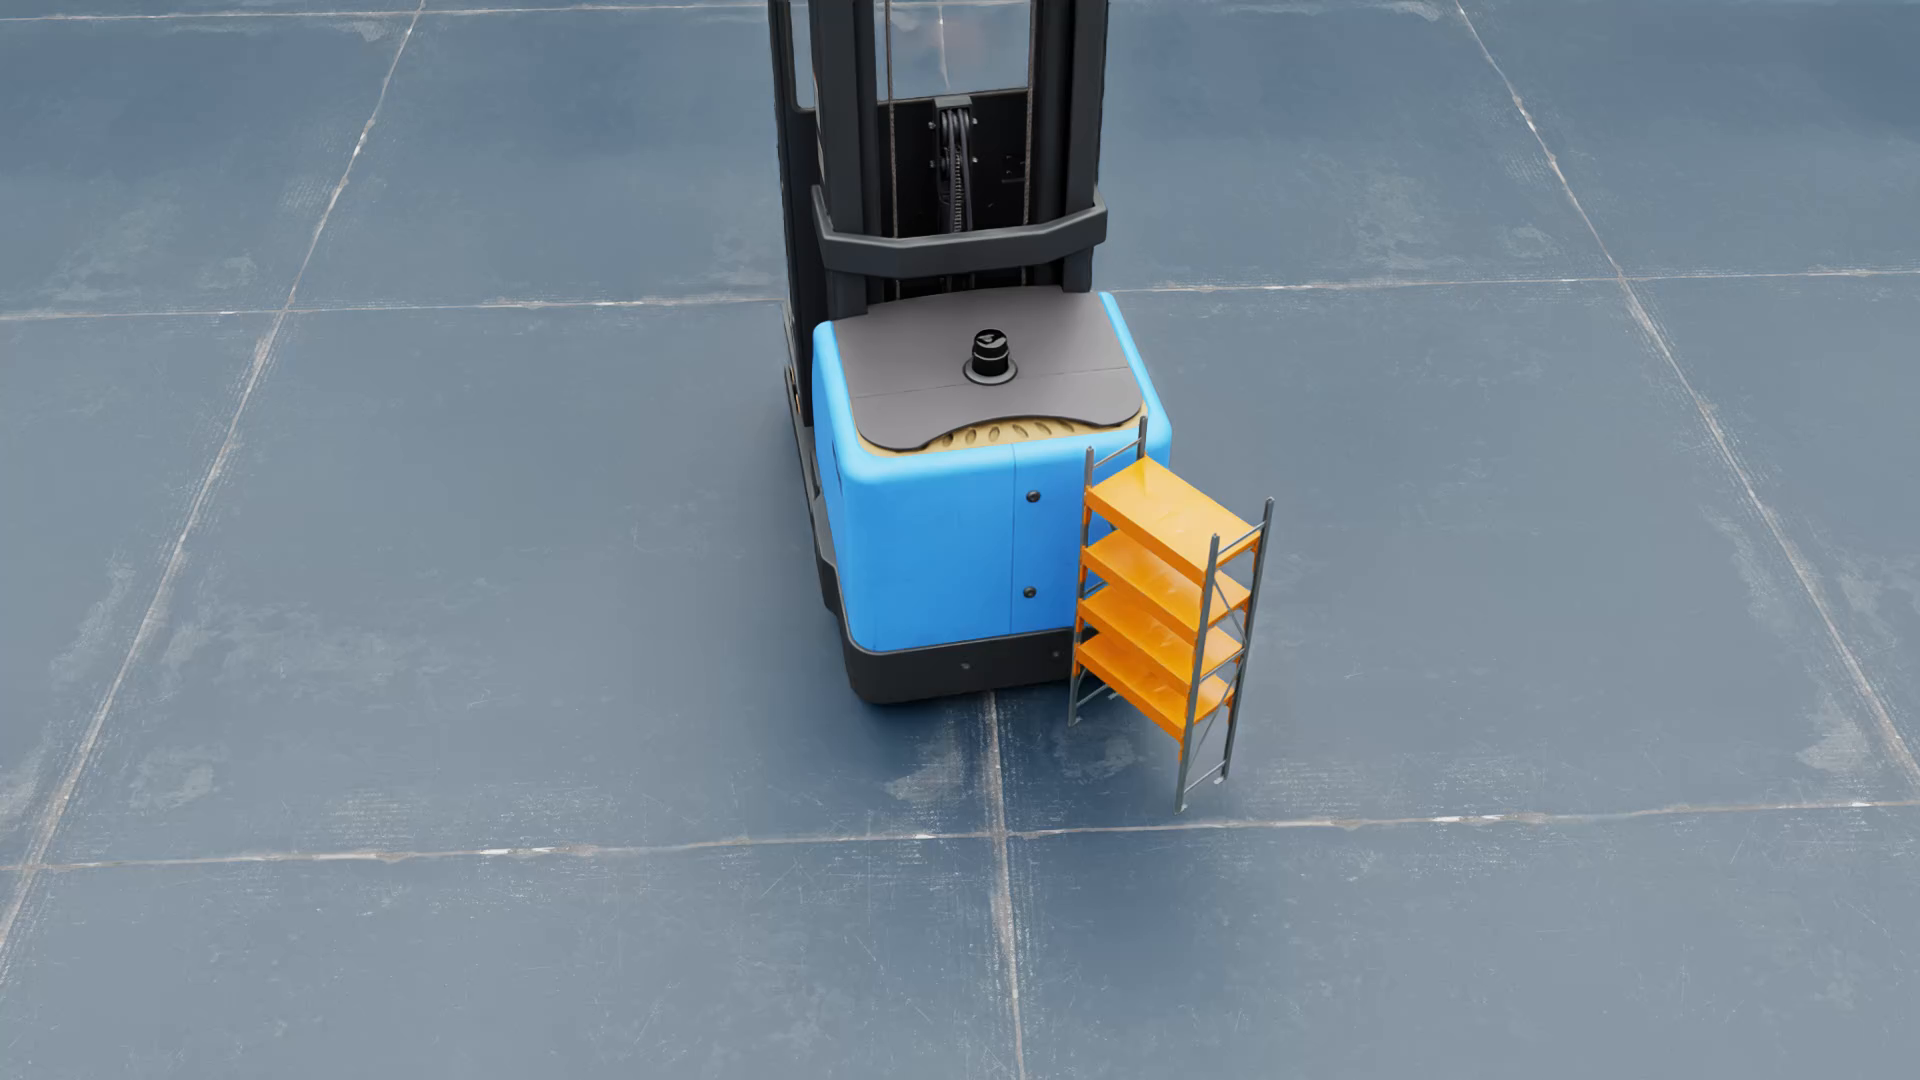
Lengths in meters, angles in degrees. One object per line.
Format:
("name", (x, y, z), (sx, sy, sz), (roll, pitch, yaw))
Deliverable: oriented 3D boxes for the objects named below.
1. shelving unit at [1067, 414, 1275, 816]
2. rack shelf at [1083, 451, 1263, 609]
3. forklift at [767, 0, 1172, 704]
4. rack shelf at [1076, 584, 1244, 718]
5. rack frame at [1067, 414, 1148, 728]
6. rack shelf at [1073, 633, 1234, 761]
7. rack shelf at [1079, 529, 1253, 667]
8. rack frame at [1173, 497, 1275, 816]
("shelving unit", (0.615, 0.255, 5.084), (0.258, 1.200, 0.503), (-30, 50, -29))
("rack shelf", (0.615, -0.035, 4.819), (0.258, 0.148, 0.480), (-30, 50, -29))
("forklift", (-0.110, -1.538, 5.759), (1.130, 2.935, 3.031), (-7, 43, -8))
("rack shelf", (0.615, 0.304, 5.130), (0.258, 0.148, 0.480), (-30, 50, -29))
("rack frame", (0.456, 0.130, 5.220), (0.240, 1.200, 0.015), (-30, 50, -29))
("rack shelf", (0.615, 0.451, 5.264), (0.258, 0.148, 0.480), (-30, 50, -29))
("rack shelf", (0.615, 0.139, 4.978), (0.258, 0.148, 0.480), (-30, 50, -29))
("rack frame", (0.774, 0.380, 4.948), (0.240, 1.200, 0.015), (-30, 50, -29))
